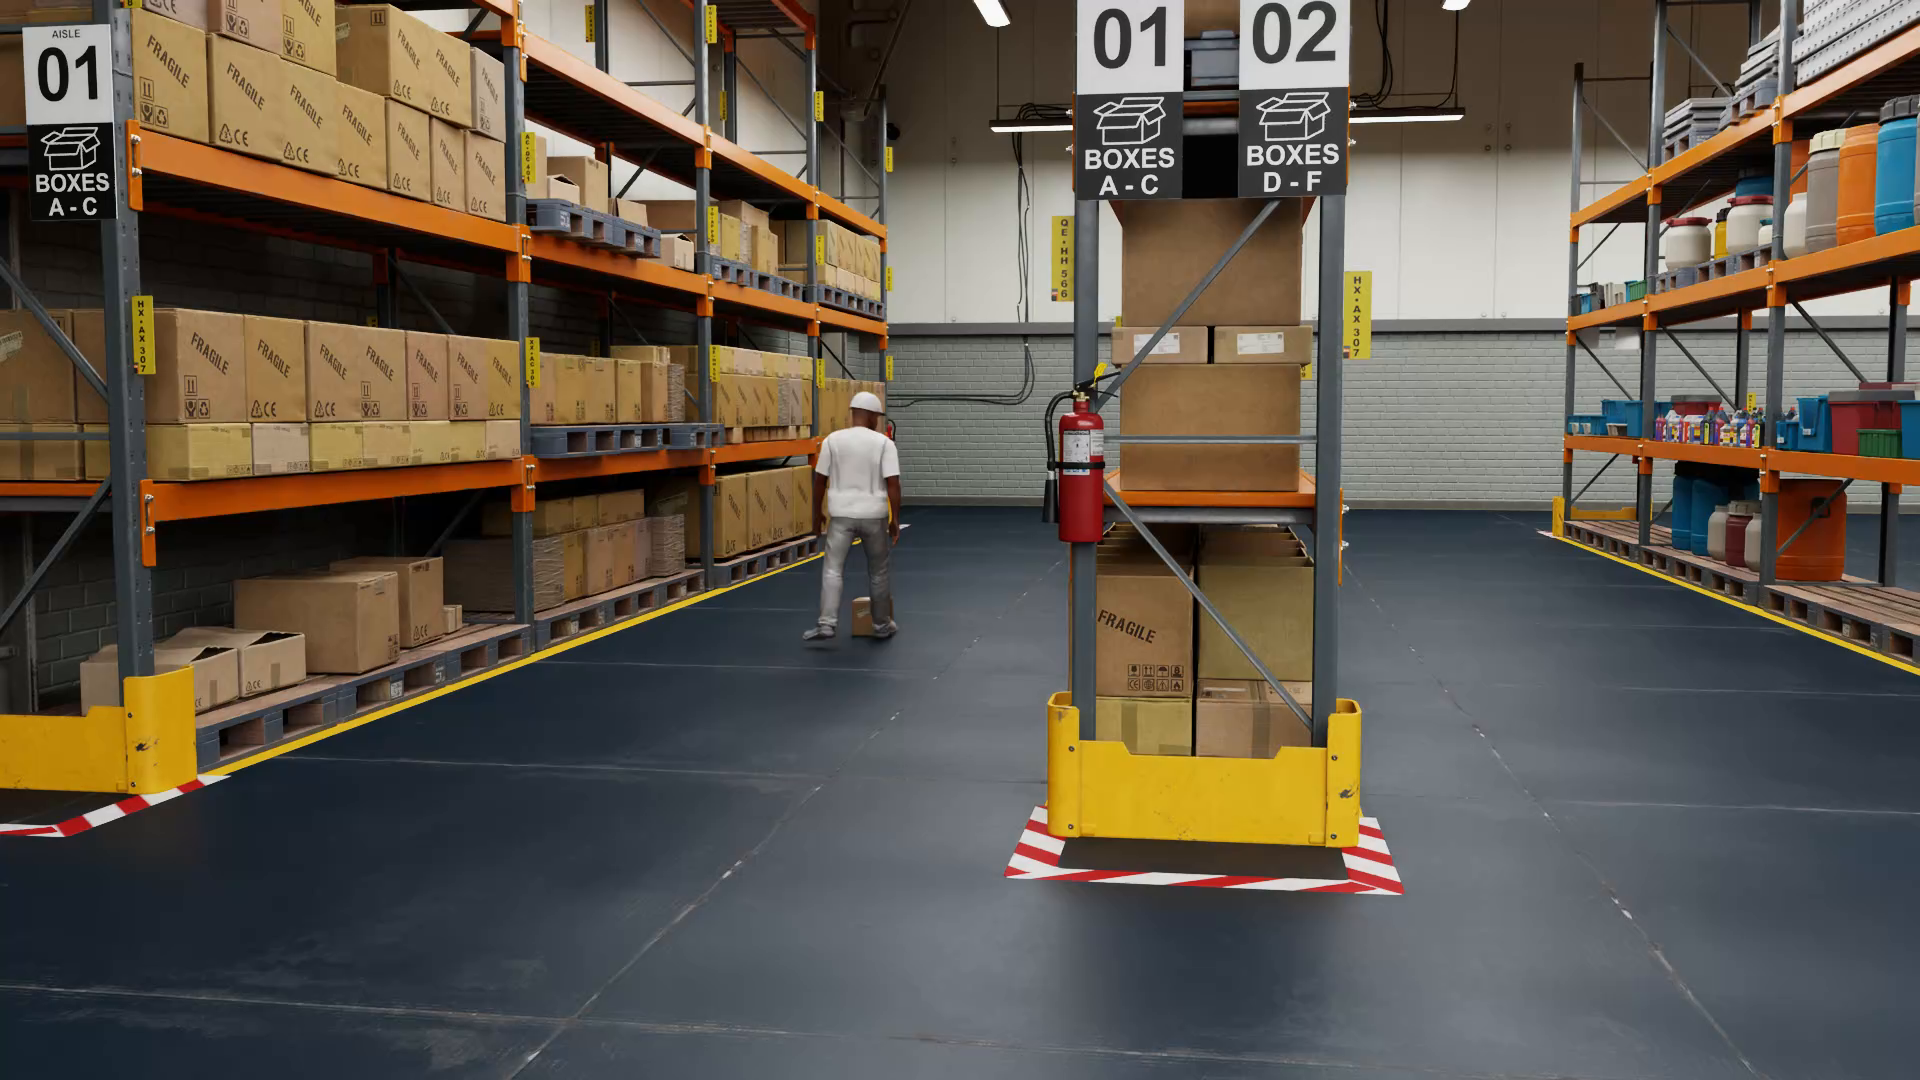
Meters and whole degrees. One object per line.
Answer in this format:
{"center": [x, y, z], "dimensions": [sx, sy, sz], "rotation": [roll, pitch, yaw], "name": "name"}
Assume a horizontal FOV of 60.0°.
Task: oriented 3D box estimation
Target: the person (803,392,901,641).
{"center": [-0.738, -0.158, 11.574], "dimensions": [0.661, 1.745, 0.939], "rotation": [0, 4, 1], "name": "person"}
